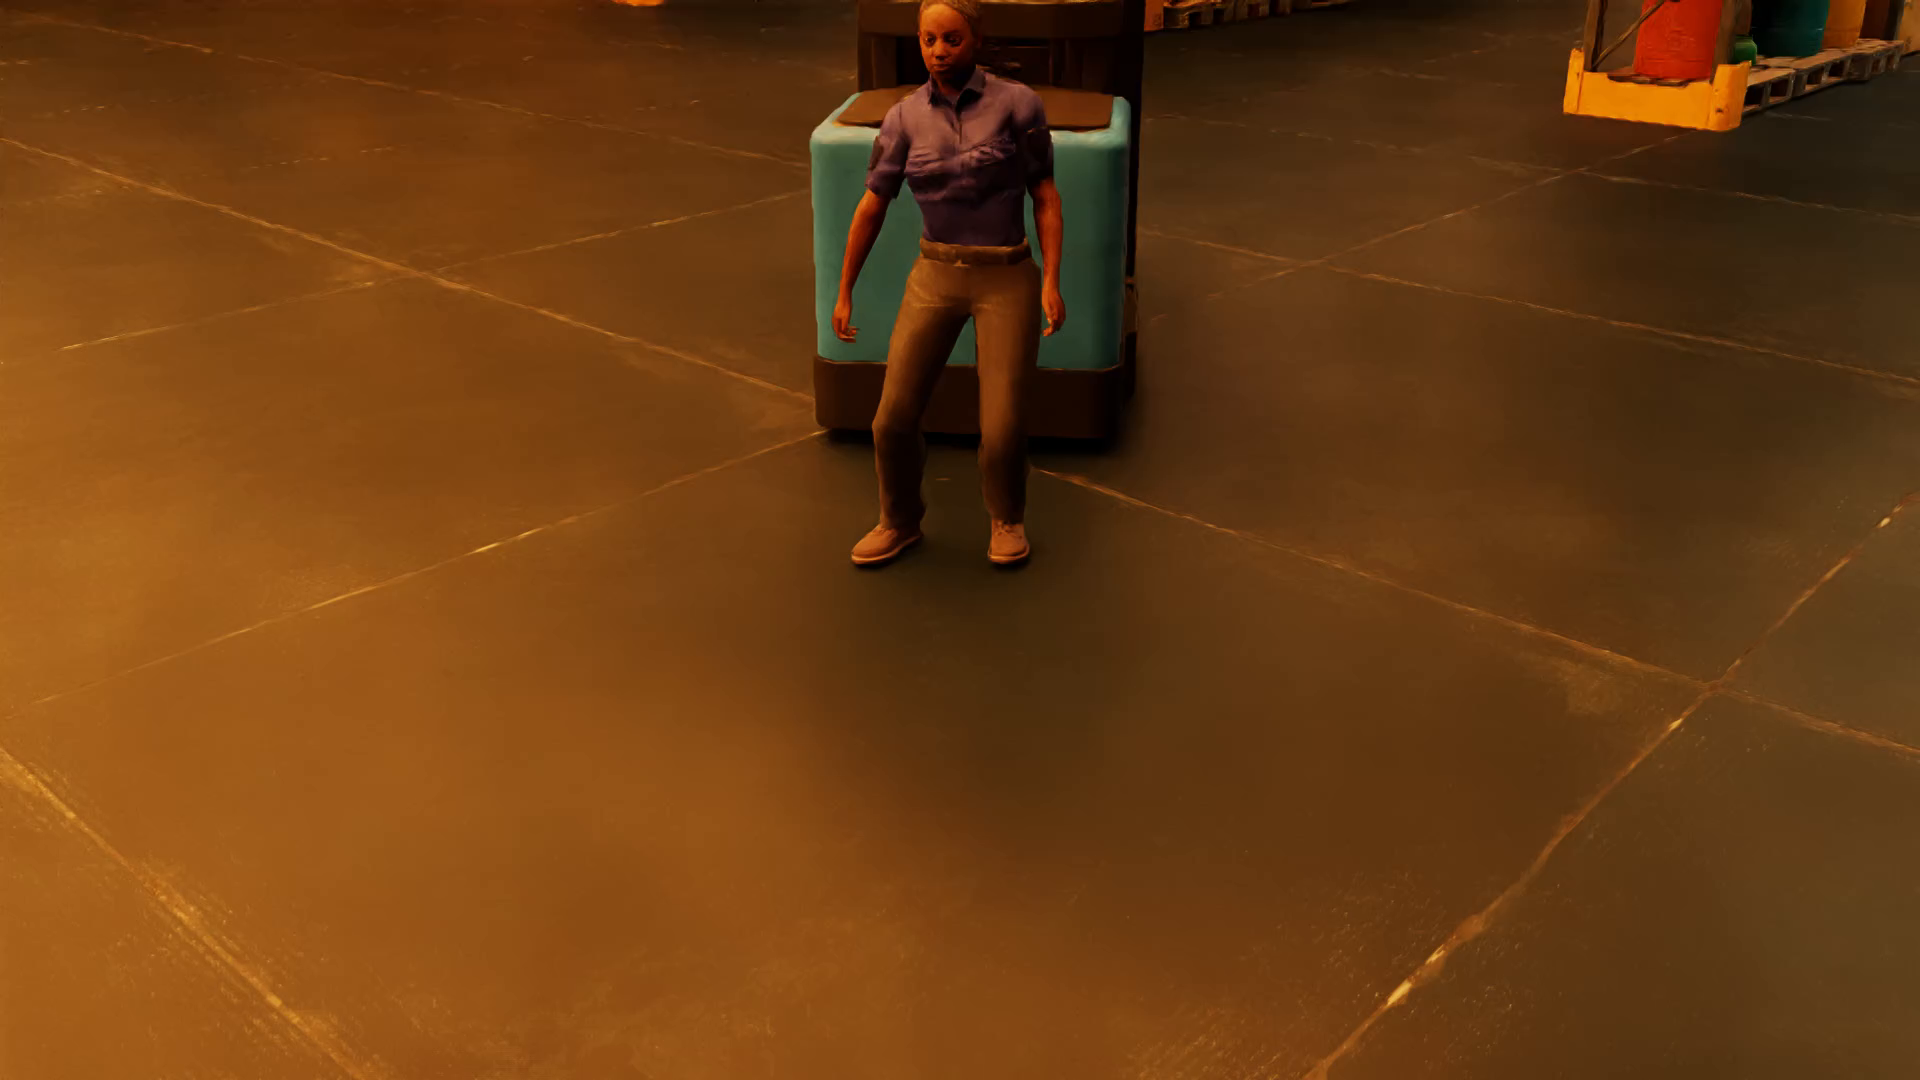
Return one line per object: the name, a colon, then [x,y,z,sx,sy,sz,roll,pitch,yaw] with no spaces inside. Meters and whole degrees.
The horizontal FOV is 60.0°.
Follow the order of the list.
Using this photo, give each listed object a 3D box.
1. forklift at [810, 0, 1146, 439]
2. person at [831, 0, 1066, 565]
forklift: [0.181,-2.238,6.430,1.130,2.935,3.031,3,24,6]
person: [-0.031,-0.683,4.548,0.667,1.597,0.398,5,24,11]
